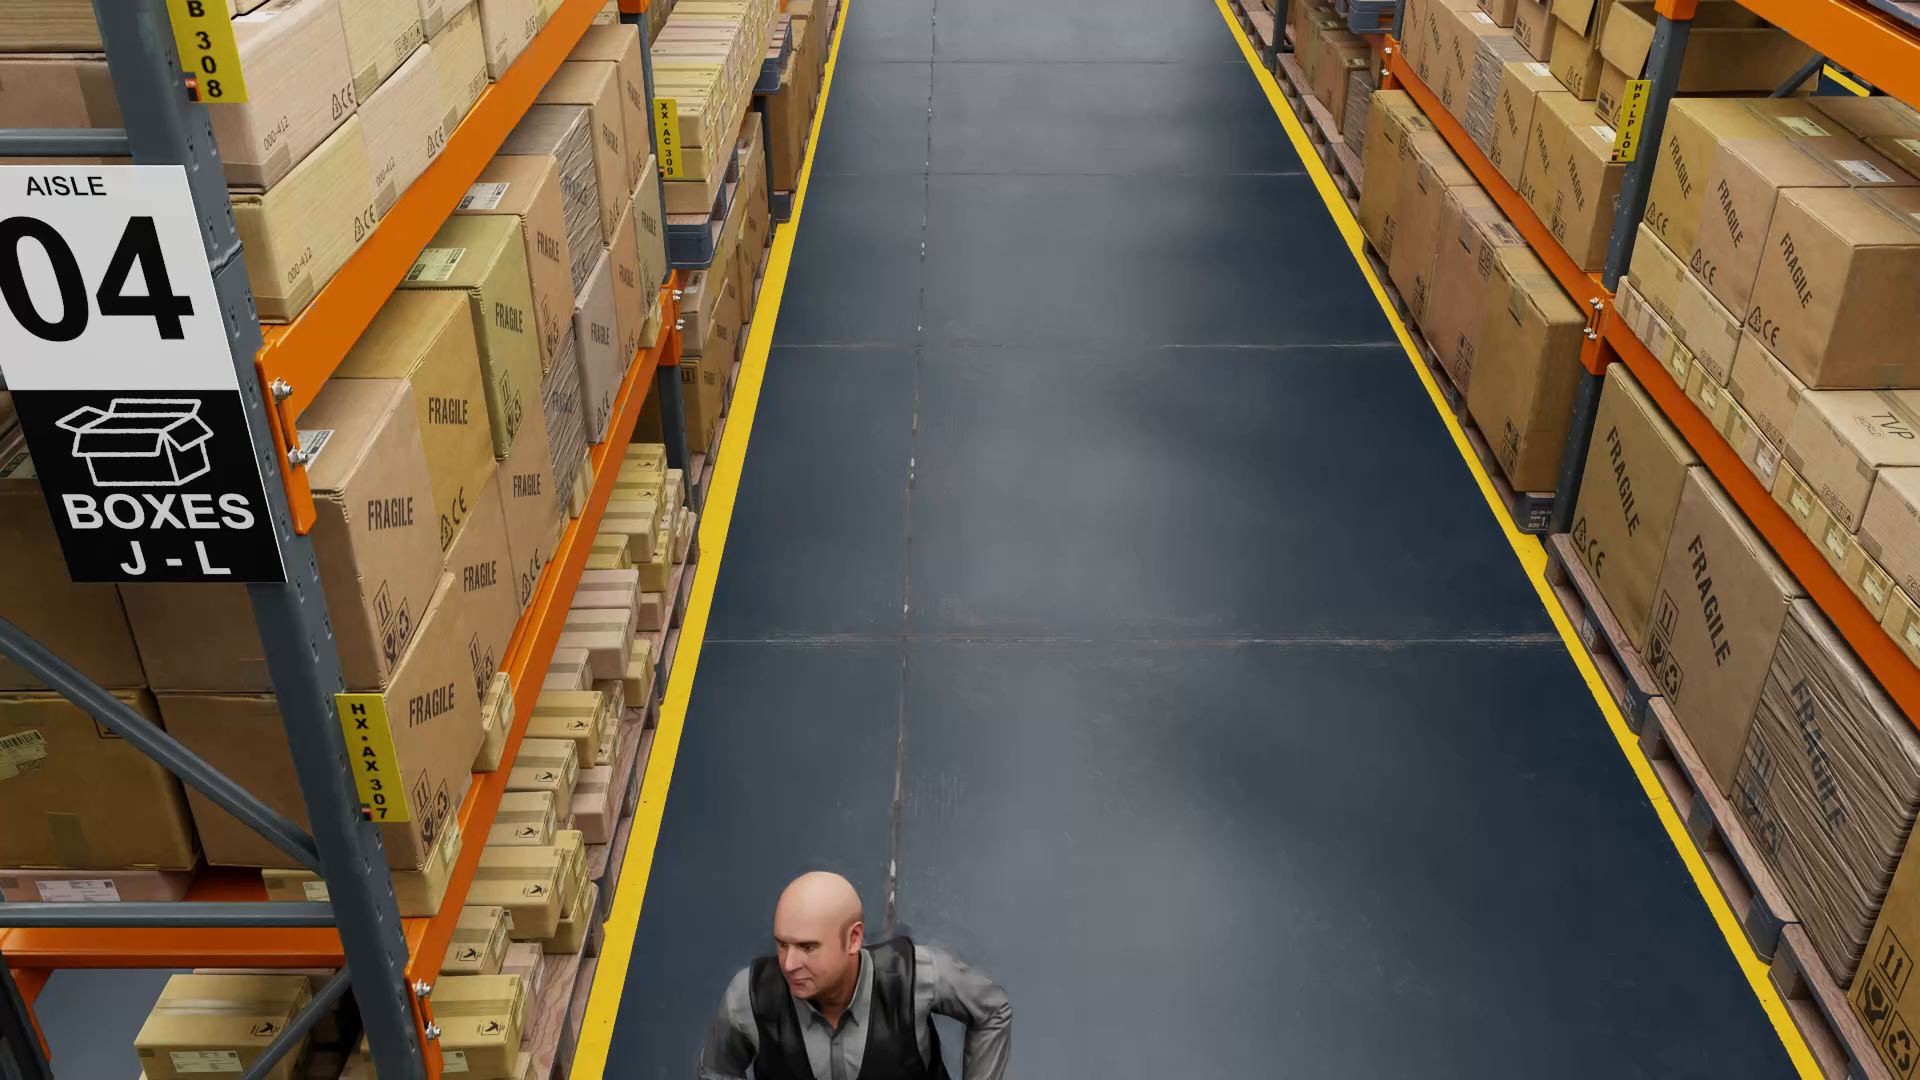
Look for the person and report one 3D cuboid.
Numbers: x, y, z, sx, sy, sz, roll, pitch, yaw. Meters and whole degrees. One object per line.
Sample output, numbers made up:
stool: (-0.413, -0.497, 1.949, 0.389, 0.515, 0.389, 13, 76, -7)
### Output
person: (-0.239, 1.432, 3.823, 0.695, 1.725, 0.704, 3, 31, 5)
